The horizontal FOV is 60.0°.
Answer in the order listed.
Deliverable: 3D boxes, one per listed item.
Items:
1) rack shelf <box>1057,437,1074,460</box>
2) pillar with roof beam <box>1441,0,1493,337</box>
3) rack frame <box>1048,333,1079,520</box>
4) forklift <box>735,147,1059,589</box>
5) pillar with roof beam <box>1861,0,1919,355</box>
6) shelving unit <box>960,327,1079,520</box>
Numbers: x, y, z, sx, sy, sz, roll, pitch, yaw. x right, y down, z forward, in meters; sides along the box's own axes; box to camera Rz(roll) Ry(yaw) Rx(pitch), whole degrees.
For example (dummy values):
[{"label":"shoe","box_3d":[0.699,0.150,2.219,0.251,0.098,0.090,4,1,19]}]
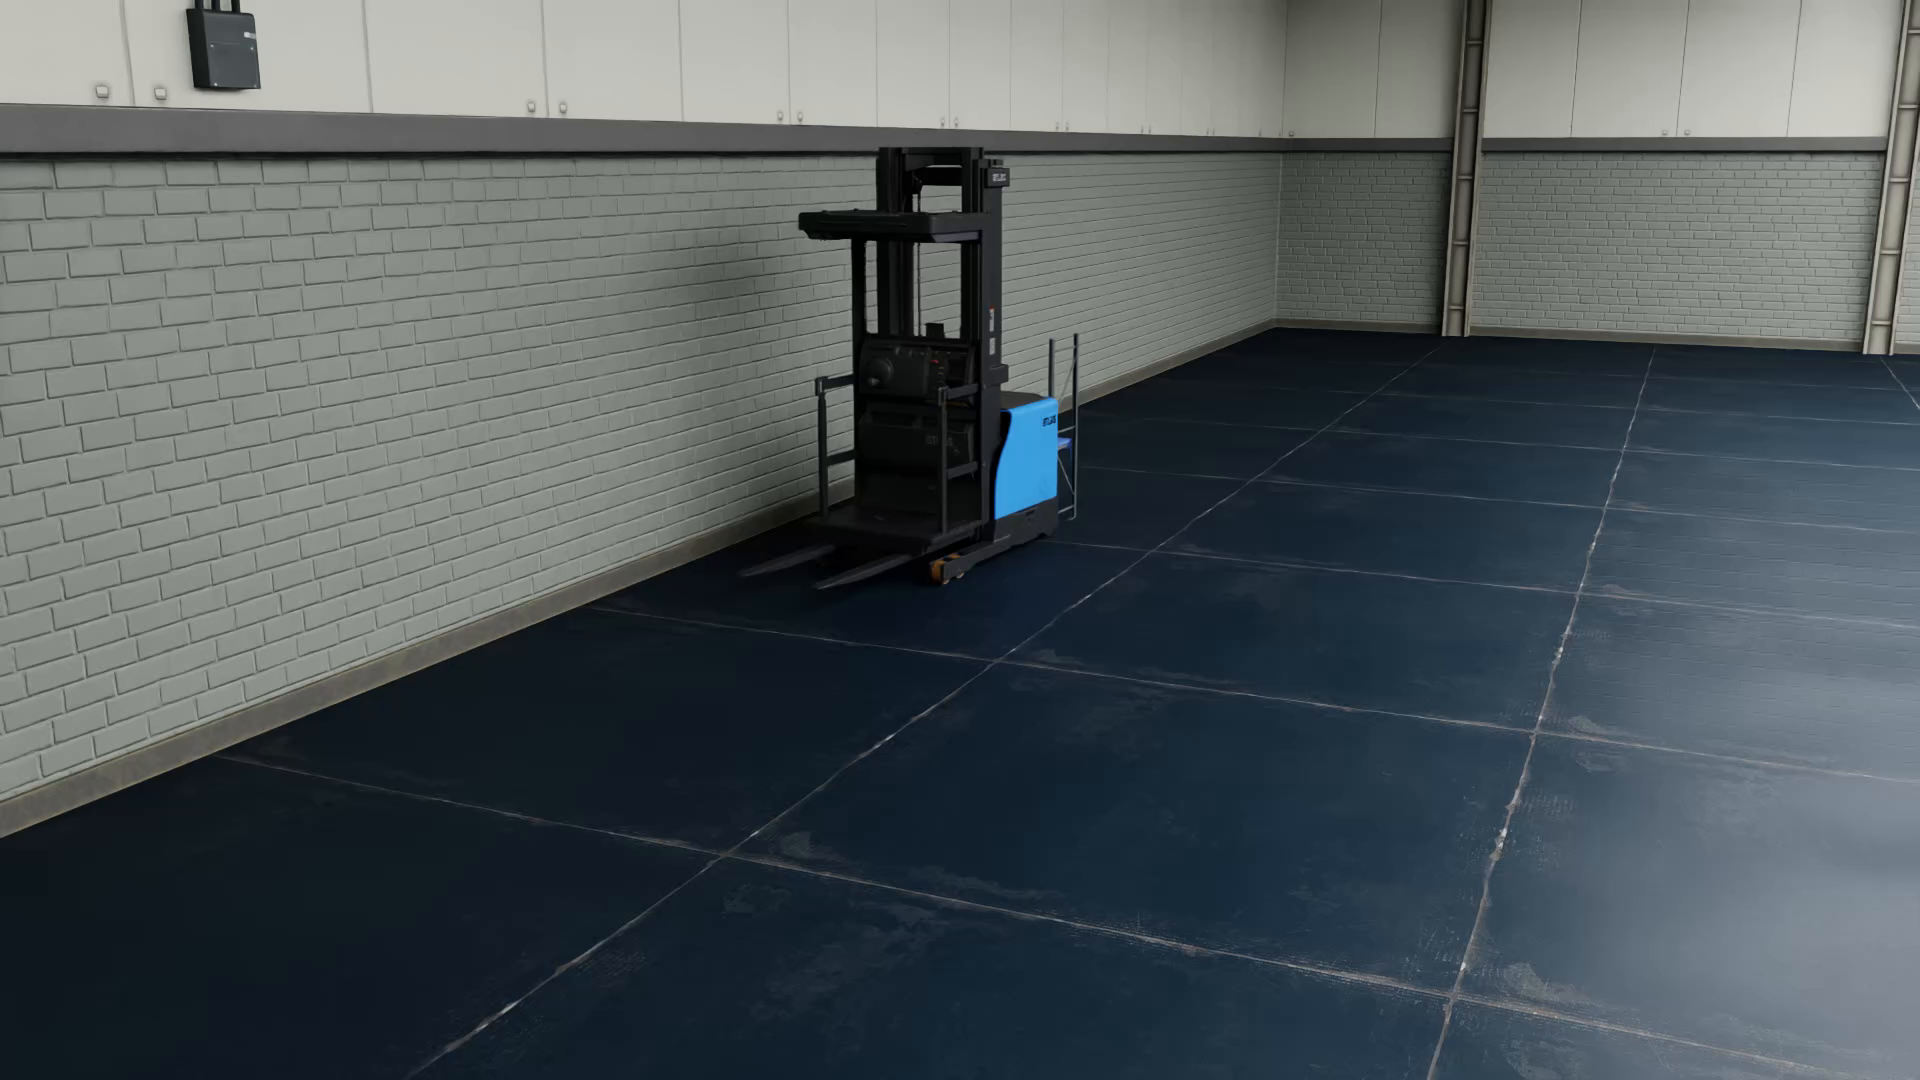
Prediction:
[{"label":"rack shelf","box_3d":[0.366,-0.742,13.420,1.000,0.185,0.538,7,15,27]},{"label":"pillar with roof beam","box_3d":[6.243,-6.778,21.942,0.400,9.000,9.100,6,14,23]},{"label":"rack frame","box_3d":[0.814,-0.862,13.146,0.032,1.500,0.500,7,15,27]},{"label":"forklift","box_3d":[-0.414,-1.241,11.626,1.130,2.935,3.031,8,15,29]},{"label":"pillar with roof beam","box_3d":[11.729,-6.223,19.576,0.400,9.000,9.100,6,14,23]},{"label":"shelving unit","box_3d":[0.366,-0.917,13.379,1.048,1.500,0.538,7,15,27]}]
